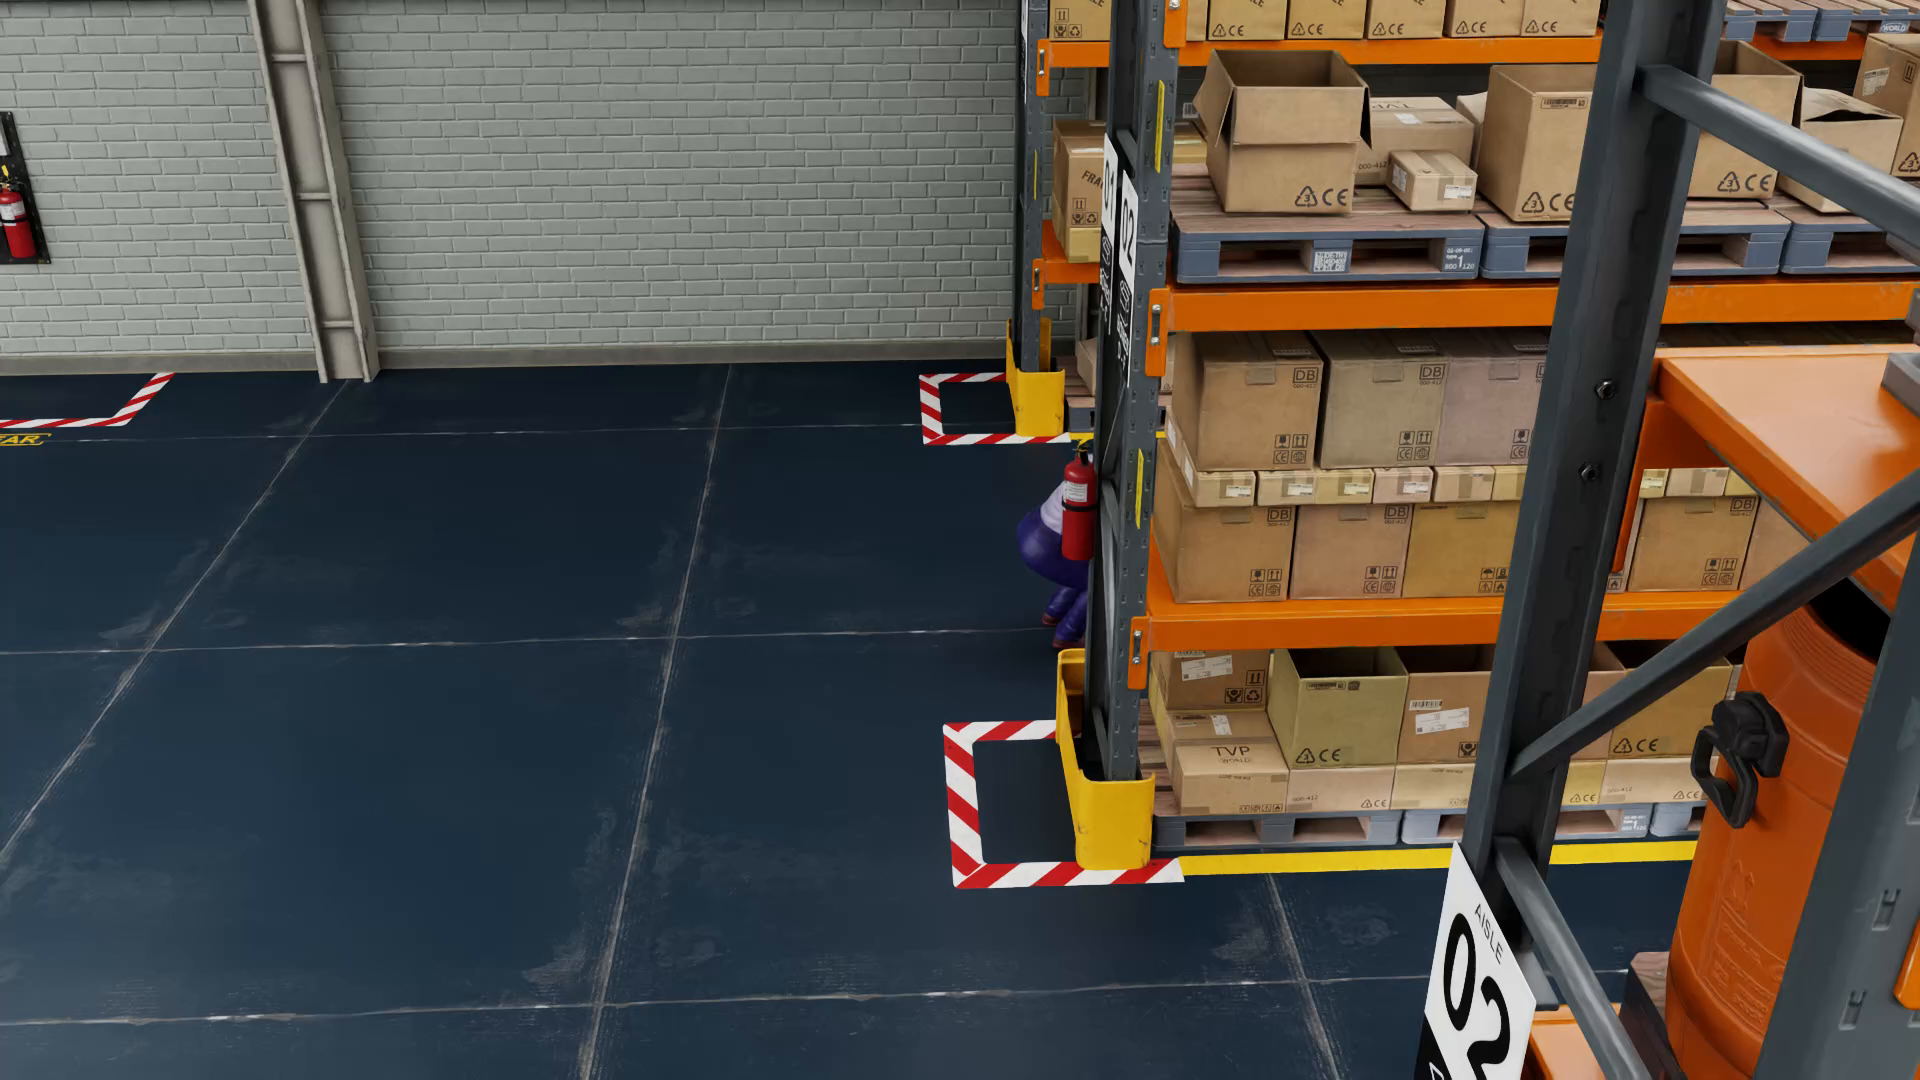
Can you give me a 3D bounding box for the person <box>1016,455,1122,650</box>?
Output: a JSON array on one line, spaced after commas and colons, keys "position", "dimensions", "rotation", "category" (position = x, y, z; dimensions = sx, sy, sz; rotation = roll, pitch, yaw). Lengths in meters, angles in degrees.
[{"position": [0.690, 0.013, 9.448], "dimensions": [0.741, 1.197, 0.536], "rotation": [-1, 28, -3], "category": "person"}]
